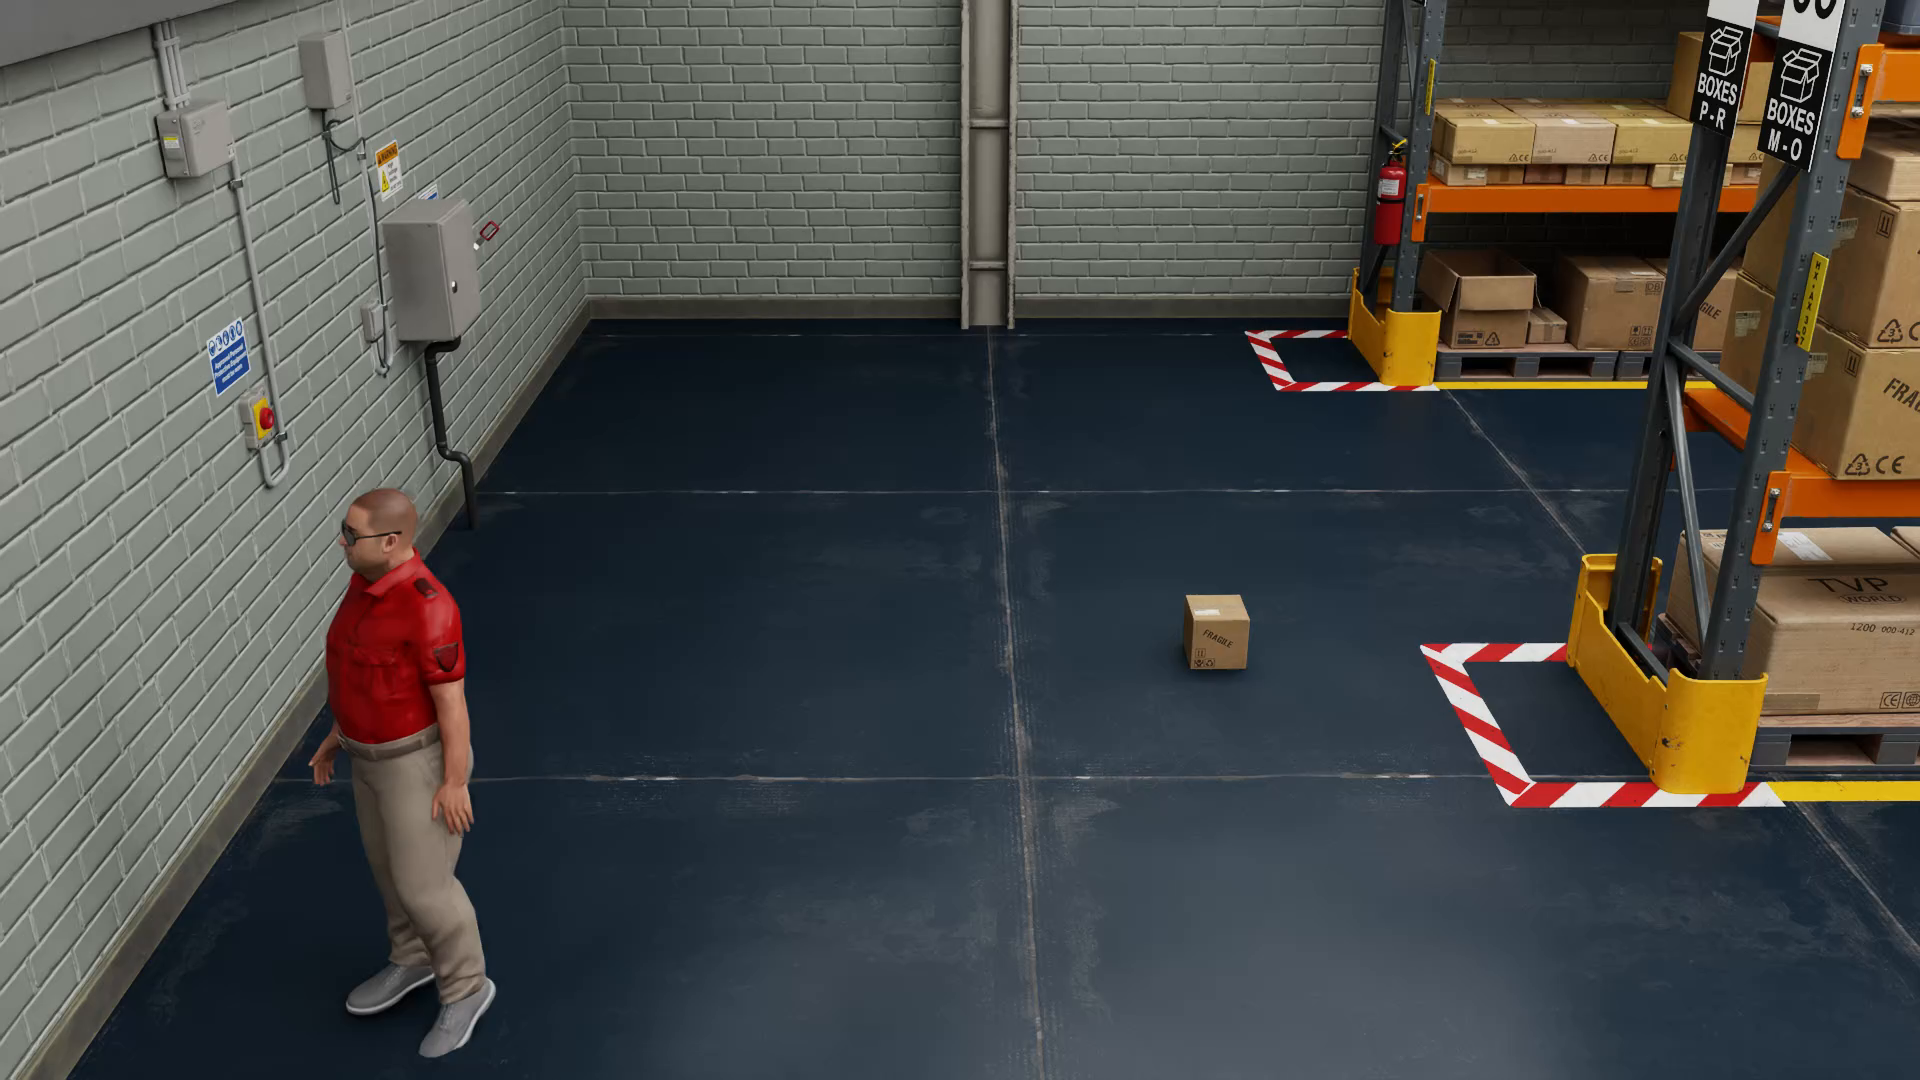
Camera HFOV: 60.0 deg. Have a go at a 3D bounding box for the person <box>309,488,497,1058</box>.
[{"bbox_3d":[-1.726,0.717,5.039,0.451,1.805,0.584,-20,31,-38],"label":"person"}]
